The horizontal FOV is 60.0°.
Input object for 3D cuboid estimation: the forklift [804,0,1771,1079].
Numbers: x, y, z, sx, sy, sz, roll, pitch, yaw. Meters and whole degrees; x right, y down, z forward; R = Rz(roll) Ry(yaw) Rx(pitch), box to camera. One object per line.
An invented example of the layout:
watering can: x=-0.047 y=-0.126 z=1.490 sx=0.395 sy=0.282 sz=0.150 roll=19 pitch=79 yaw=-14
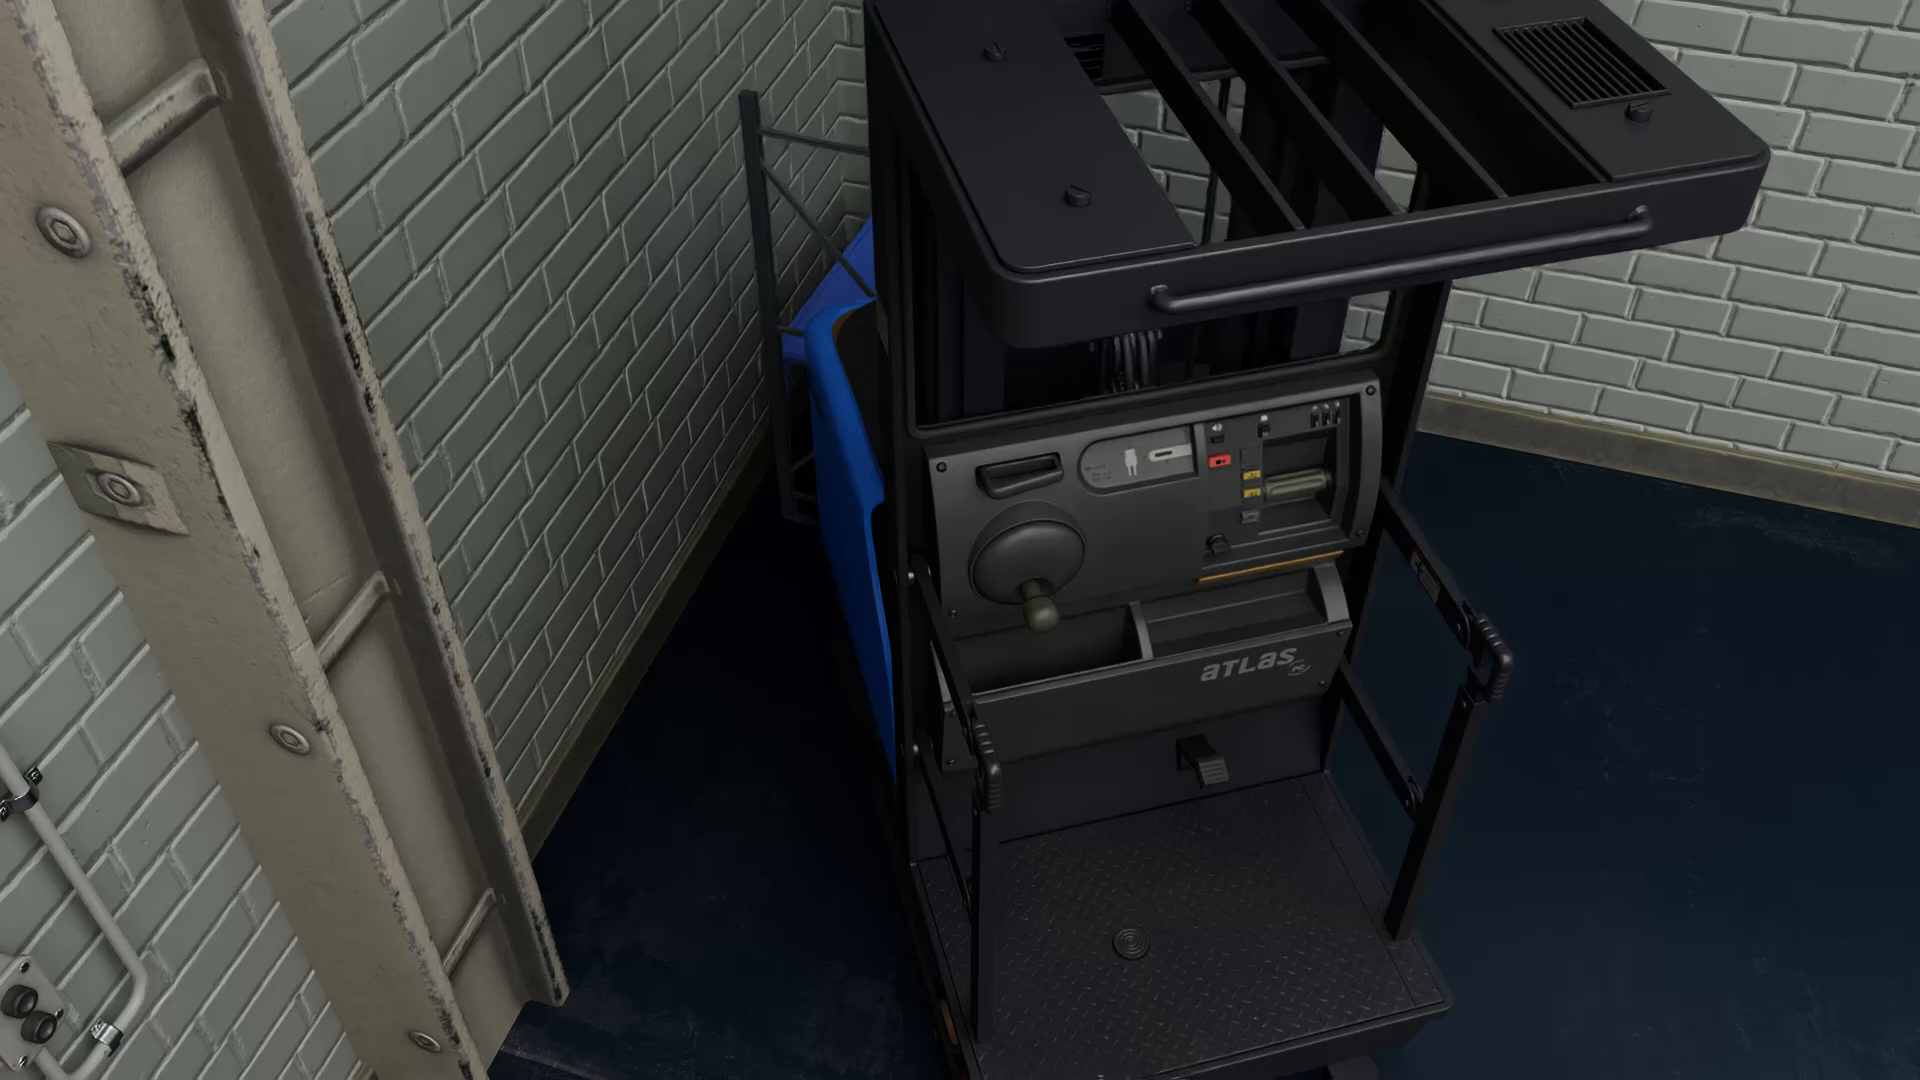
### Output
forklift: x=0.454 y=0.017 z=3.137 sx=1.130 sy=2.935 sz=3.031 roll=-11 pitch=45 yaw=-11

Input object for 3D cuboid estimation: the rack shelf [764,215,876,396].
rack shelf: x=-0.150 y=-0.760 z=5.210 sx=0.538 sy=0.185 sz=1.000 roll=15 pitch=46 yaw=15

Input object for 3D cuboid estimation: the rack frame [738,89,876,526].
rack frame: x=-0.331 y=-0.556 z=4.745 sx=0.500 sy=1.500 sz=0.032 roll=15 pitch=46 yaw=15

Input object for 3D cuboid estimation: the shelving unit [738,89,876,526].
shelving unit: x=-0.150 y=-0.888 z=5.085 sx=0.538 sy=1.500 sz=1.048 roll=15 pitch=46 yaw=15

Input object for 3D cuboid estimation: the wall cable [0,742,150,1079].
wall cable: x=-1.675 y=0.702 z=1.662 sx=0.084 sy=1.984 sz=1.851 roll=13 pitch=46 yaw=13
